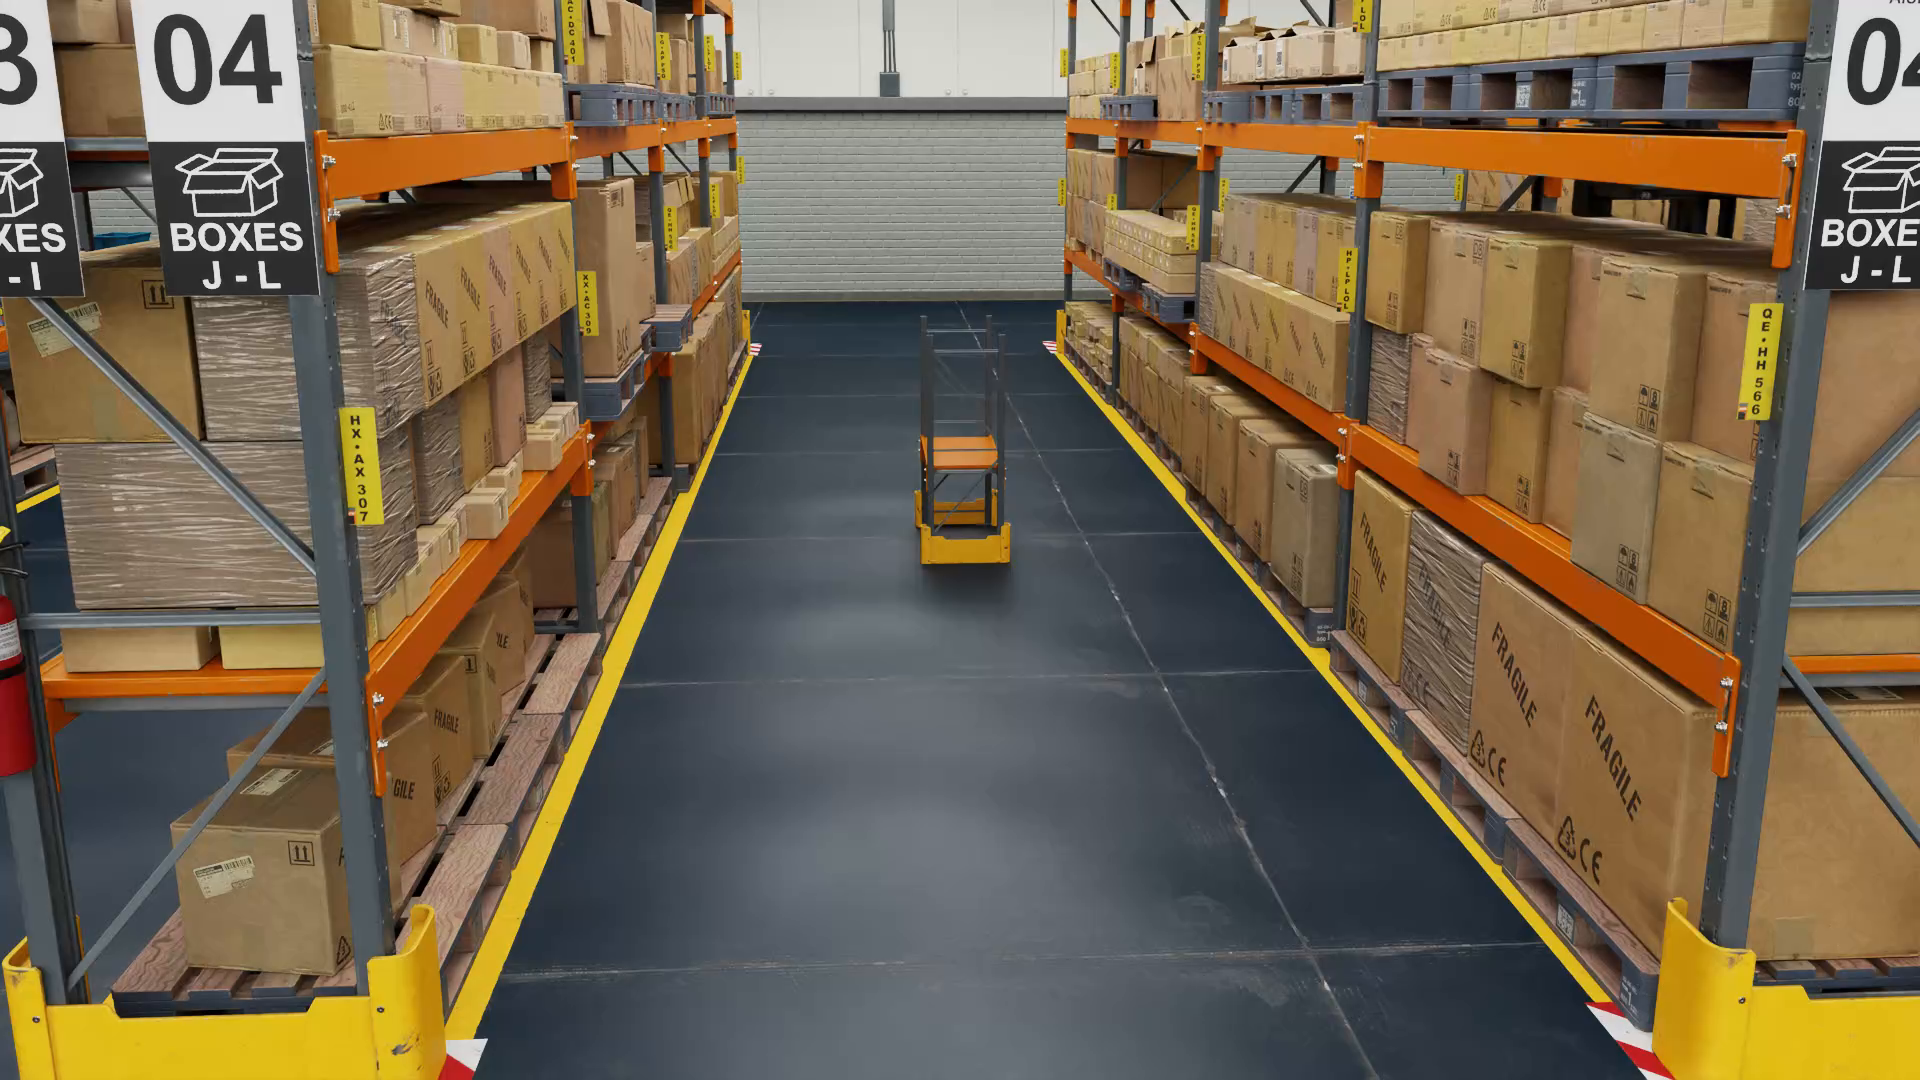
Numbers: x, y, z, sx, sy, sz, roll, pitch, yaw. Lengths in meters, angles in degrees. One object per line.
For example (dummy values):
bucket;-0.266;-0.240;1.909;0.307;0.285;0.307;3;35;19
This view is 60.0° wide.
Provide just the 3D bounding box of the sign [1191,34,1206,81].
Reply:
sign;1.737;-3.510;12.089;0.100;0.325;0.005;-1;14;-3

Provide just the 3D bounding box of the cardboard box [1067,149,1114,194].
cardboard box;1.546;-4.365;19.667;0.500;0.500;0.500;-1;14;-4

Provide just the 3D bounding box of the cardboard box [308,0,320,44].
cardboard box;-1.968;-1.418;4.501;0.380;0.149;0.250;-1;14;-4

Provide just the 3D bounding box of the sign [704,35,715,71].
sign;-2.385;-4.624;15.789;0.100;0.325;0.005;-1;14;-3

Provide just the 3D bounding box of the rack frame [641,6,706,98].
rack frame;-2.925;-5.663;15.477;1.000;3.000;0.127;-1;14;-3

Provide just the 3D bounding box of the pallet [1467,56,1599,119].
pallet;2.640;-1.723;6.361;1.003;0.211;1.213;-1;14;-3

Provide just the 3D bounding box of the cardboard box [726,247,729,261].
cardboard box;-2.710;-3.102;18.068;0.380;0.149;0.250;-1;14;-5

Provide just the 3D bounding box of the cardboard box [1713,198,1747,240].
cardboard box;6.856;-2.824;14.276;0.500;0.500;0.500;-1;14;-3

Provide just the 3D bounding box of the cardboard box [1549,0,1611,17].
cardboard box;2.405;-1.967;5.794;0.500;0.250;0.500;-1;14;-4

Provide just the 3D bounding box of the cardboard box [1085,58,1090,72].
cardboard box;1.575;-5.213;18.245;0.380;0.149;0.250;0;14;-2

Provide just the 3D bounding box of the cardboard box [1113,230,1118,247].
cardboard box;1.631;-2.801;15.458;0.380;0.149;0.250;-1;14;-2

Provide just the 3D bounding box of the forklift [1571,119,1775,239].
forklift;4.880;-1.515;11.531;1.130;2.935;3.031;-1;14;-4

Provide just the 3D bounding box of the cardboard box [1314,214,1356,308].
cardboard box;2.456;-1.603;9.531;0.700;0.500;0.500;-1;14;-4

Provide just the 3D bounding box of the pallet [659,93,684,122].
pallet;-2.771;-3.283;12.627;1.213;0.211;1.003;0;14;-1

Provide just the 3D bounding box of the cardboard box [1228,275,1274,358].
cardboard box;2.103;-1.495;11.117;0.500;0.500;0.500;-1;14;-3

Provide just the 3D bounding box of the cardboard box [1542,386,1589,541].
cardboard box;2.741;-0.267;6.242;0.875;0.550;0.550;-1;14;-3

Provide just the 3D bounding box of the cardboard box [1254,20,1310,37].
cardboard box;2.497;-3.919;12.982;0.396;0.266;0.258;-1;14;-3

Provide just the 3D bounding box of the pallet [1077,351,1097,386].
pallet;1.876;-1.929;18.601;1.003;0.211;1.213;-1;14;-3

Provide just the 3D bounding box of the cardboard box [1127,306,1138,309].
cardboard box;2.170;-2.661;19.534;0.380;0.149;0.250;-1;14;-5

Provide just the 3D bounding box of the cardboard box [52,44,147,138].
cardboard box;-2.465;-1.269;4.721;0.500;0.250;0.500;-1;14;-2

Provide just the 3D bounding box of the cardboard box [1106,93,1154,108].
cardboard box;1.731;-4.307;16.528;0.500;0.250;0.500;-1;14;-2

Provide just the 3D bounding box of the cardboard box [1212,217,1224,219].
cardboard box;2.311;-2.825;14.952;0.380;0.149;0.250;-1;14;-5

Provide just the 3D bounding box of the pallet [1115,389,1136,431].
pallet;2.081;-1.265;16.020;1.003;0.211;1.213;-1;14;-3

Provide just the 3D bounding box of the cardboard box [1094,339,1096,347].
cardboard box;1.682;-2.177;18.248;0.380;0.149;0.250;-2;15;-6

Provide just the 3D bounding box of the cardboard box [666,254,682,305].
cardboard box;-2.436;-1.936;12.832;0.500;0.500;0.500;0;14;-2

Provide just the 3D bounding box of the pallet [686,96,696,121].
pallet;-2.819;-3.890;14.991;0.805;0.209;1.217;-1;15;-6

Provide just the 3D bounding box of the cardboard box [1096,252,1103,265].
cardboard box;1.660;-3.016;17.734;0.380;0.149;0.250;-2;15;-6

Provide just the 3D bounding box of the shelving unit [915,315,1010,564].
shelving unit;0.005;-0.707;11.266;0.587;1.500;1.083;-1;14;-3

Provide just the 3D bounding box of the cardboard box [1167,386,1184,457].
cardboard box;1.977;-0.967;13.438;0.500;0.500;0.500;-1;14;-4

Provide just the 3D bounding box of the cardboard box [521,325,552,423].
cardboard box;-2.464;-0.848;8.004;0.875;0.500;0.500;-1;14;-3

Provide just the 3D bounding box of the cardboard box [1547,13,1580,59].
cardboard box;2.338;-1.801;5.947;0.380;0.149;0.250;-1;14;-3

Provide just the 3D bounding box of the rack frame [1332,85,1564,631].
rack frame;2.527;-0.820;8.692;1.000;3.000;0.127;-1;14;-3

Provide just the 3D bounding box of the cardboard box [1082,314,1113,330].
cardboard box;1.578;-2.452;18.722;0.380;0.149;0.250;-1;14;-3

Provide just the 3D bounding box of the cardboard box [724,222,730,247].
cardboard box;-2.779;-3.325;18.135;0.500;0.250;0.500;-1;14;-3

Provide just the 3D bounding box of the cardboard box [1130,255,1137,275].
cardboard box;1.695;-2.398;14.490;0.380;0.149;0.250;-2;15;-6

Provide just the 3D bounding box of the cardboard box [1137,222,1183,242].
cardboard box;1.713;-2.621;14.159;0.380;0.149;0.250;0;14;-1

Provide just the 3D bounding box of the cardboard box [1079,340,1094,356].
cardboard box;1.562;-2.175;18.840;0.380;0.149;0.250;-2;15;-6

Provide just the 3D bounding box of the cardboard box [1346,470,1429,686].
cardboard box;2.496;0.164;8.292;0.875;0.875;0.875;-1;14;-3

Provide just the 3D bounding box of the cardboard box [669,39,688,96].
cardboard box;-2.880;-4.318;15.226;0.700;0.500;0.500;-1;14;-2

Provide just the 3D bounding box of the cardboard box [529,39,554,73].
cardboard box;-2.121;-2.265;7.790;0.380;0.149;0.250;0;14;-2

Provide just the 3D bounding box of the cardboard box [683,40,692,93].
cardboard box;-3.034;-4.704;16.526;0.700;0.500;0.500;-2;15;-7

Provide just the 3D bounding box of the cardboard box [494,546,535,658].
cardboard box;-2.445;0.339;8.362;0.500;0.500;0.500;-1;14;-5

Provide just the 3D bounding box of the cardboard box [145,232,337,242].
cardboard box;-2.528;-0.832;5.935;0.500;0.500;0.500;-1;14;-3

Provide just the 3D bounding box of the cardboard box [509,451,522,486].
cardboard box;-2.095;-0.286;7.122;0.380;0.149;0.250;-1;14;-3

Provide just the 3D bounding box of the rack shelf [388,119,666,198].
rack shelf;-2.554;-2.370;10.141;1.077;0.370;4.000;-1;14;-3

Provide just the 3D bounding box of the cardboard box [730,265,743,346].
cardboard box;-3.054;-2.769;19.690;0.875;0.875;0.875;-1;14;-3

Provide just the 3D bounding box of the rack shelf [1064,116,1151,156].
rack shelf;1.907;-4.411;18.074;1.077;0.370;4.000;-1;14;-3

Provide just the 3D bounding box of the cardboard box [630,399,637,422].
cardboard box;-2.606;-0.962;11.876;0.500;0.250;0.500;0;14;-1

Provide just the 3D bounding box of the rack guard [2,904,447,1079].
rack guard;-2.187;1.418;5.010;1.175;0.500;0.348;-1;14;-3

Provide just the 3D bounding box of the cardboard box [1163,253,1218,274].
cardboard box;1.794;-2.156;12.950;0.380;0.149;0.250;-1;14;-2

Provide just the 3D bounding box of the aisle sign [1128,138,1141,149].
aisle sign;2.078;-5.086;20.056;0.394;0.787;0.004;-1;14;-3
